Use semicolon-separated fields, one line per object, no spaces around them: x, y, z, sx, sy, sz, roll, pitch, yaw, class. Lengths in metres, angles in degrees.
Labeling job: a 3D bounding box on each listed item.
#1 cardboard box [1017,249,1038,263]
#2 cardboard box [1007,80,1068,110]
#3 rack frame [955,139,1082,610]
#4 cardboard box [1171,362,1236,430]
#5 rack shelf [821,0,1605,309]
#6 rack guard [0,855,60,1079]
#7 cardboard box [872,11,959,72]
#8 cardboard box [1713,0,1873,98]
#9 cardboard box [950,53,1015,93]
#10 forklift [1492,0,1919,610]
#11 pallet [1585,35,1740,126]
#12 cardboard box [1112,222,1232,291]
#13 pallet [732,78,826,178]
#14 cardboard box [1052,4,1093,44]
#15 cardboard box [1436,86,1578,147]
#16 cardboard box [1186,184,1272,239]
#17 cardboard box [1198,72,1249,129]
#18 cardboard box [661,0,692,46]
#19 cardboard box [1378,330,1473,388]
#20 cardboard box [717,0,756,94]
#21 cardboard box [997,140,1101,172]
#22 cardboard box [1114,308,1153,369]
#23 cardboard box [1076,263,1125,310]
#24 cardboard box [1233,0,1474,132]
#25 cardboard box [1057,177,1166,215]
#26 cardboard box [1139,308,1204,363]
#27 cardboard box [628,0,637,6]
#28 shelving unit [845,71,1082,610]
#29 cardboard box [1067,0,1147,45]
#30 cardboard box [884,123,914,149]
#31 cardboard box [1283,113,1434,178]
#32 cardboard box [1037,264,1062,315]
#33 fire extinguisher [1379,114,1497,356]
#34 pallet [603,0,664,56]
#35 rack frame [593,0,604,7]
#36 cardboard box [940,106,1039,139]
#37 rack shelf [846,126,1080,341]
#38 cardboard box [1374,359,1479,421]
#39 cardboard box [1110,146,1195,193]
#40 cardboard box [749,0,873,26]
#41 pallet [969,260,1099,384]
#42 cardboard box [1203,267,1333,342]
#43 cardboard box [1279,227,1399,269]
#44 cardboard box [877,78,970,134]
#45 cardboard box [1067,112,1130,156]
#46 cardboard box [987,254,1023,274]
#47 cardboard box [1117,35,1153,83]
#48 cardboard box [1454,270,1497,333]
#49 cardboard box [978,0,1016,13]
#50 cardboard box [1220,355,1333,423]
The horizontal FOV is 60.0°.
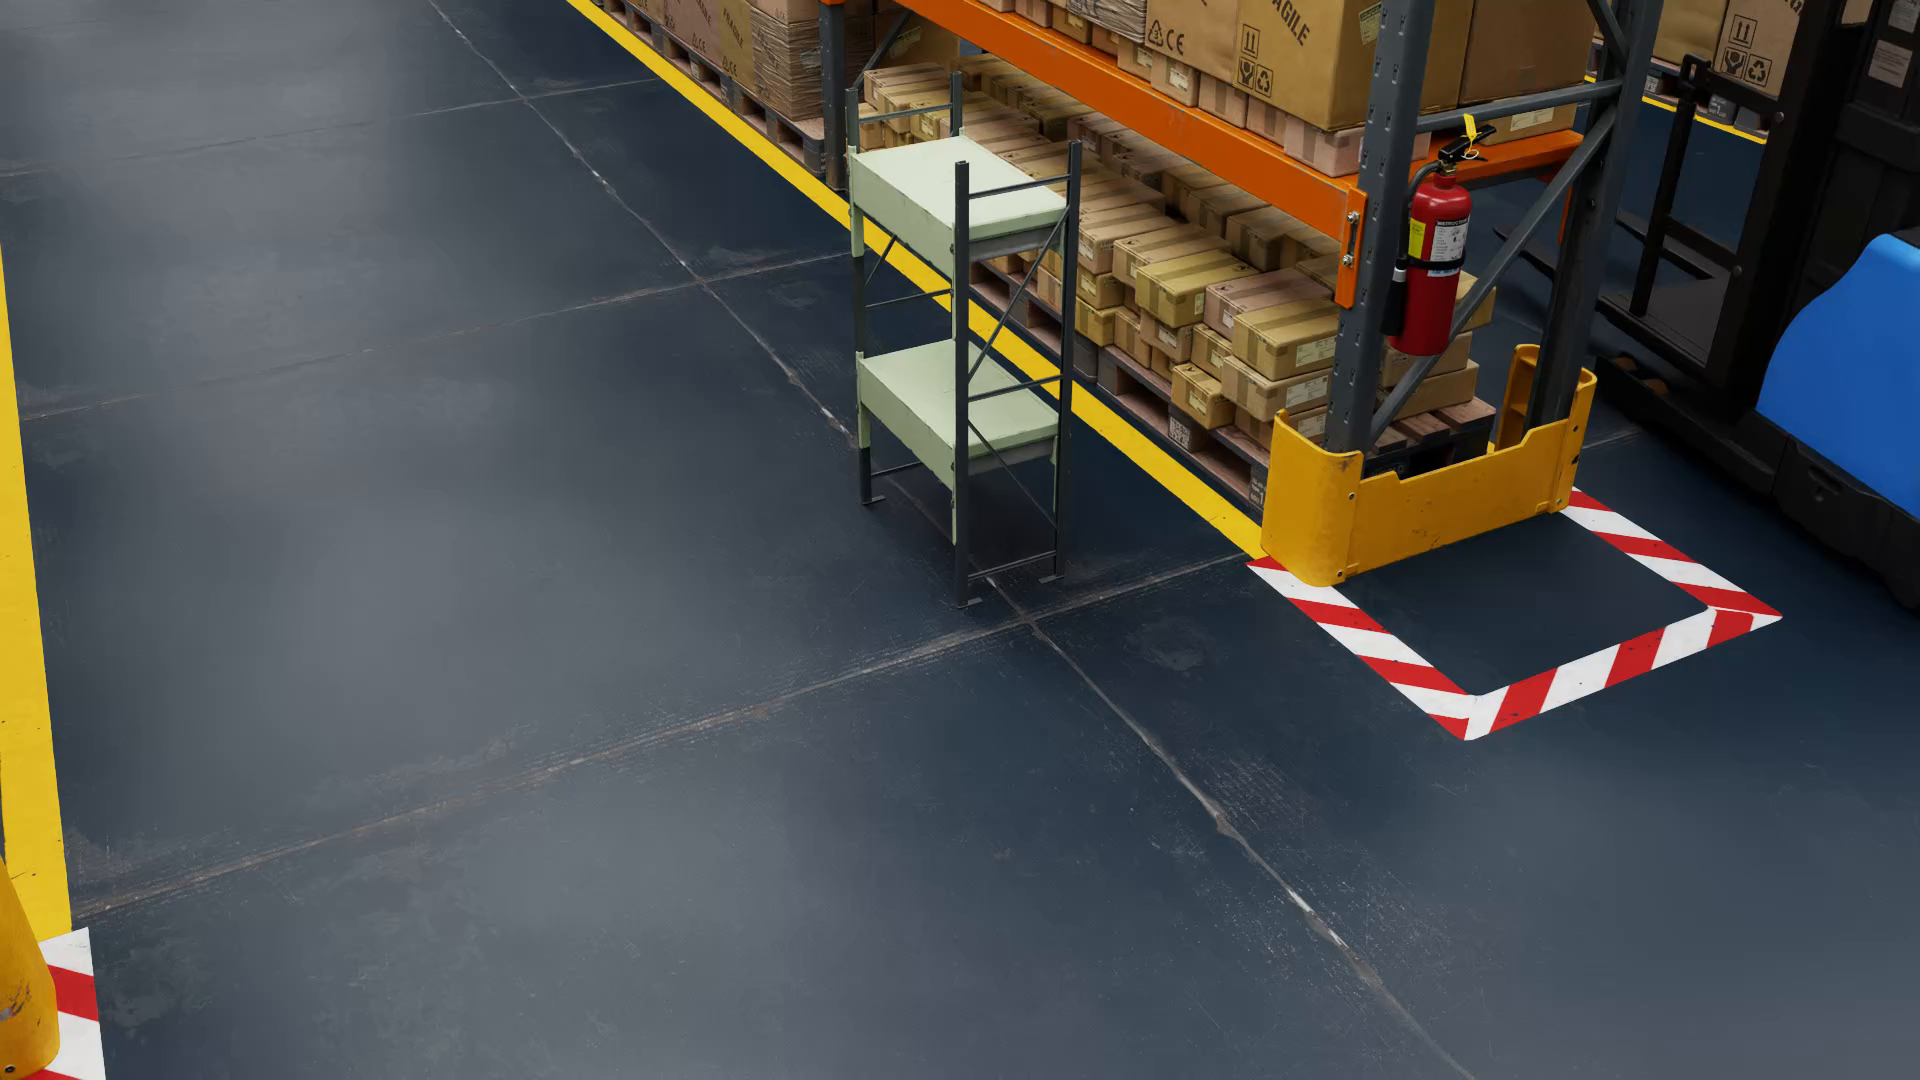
0.390;-1.311;6.993;0.380;0.149;0.250;-15;36;-23;cardboard box
0.450;-2.089;7.932;0.380;0.149;0.250;-16;36;-24;cardboard box
0.168;-0.460;5.078;0.400;1.500;0.023;-16;36;-23;rack frame
1.002;-0.559;6.095;0.380;0.149;0.250;-15;35;-22;cardboard box
0.709;-1.938;6.661;1.077;0.370;4.000;-16;36;-23;rack shelf
-2.679;1.071;3.615;1.175;0.500;0.348;-16;36;-23;rack guard
-0.333;-2.739;9.172;0.500;0.500;0.500;-14;35;-21;cardboard box
4.868;-2.912;9.095;0.875;0.875;0.875;-16;36;-23;cardboard box
0.173;-2.318;8.289;0.380;0.149;0.250;-15;36;-22;cardboard box
3.175;-1.746;5.758;1.130;2.935;3.031;-9;34;-14;forklift
4.497;-2.838;9.984;1.003;0.211;1.213;-16;36;-23;pallet
0.807;-1.068;6.338;0.380;0.149;0.250;-17;37;-25;cardboard box
-0.587;-2.392;9.288;1.003;0.211;1.213;-16;36;-23;pallet
0.579;-2.024;6.362;0.380;0.149;0.250;-15;36;-22;cardboard box
1.781;-1.418;5.415;0.380;0.149;0.250;-16;36;-23;cardboard box
1.149;-1.335;6.755;0.380;0.149;0.250;-14;35;-21;cardboard box
1.027;-1.509;5.558;0.380;0.149;0.250;-16;36;-24;cardboard box
-1.503;-3.344;10.117;0.500;0.500;0.500;-17;36;-24;cardboard box
1.625;-0.703;6.044;0.380;0.149;0.250;-14;35;-21;cardboard box
-1.030;-2.854;9.353;0.500;0.500;0.500;-17;36;-24;cardboard box
0.380;-1.581;7.139;0.380;0.149;0.250;-17;37;-25;cardboard box
0.829;-0.821;6.504;0.380;0.149;0.250;-15;36;-23;cardboard box
0.647;-1.060;6.601;0.380;0.149;0.250;-15;36;-22;cardboard box
1.205;-1.603;5.104;0.500;0.500;0.500;-15;36;-22;cardboard box
0.607;-1.336;6.756;0.380;0.149;0.250;-17;36;-25;cardboard box
0.899;-0.816;6.220;0.380;0.149;0.250;-17;37;-25;cardboard box
-1.984;-3.827;10.870;0.500;0.500;0.500;-17;37;-25;cardboard box
-0.003;-0.635;5.350;0.431;1.500;0.755;-16;36;-23;shelving unit
0.724;-2.090;5.863;0.500;0.500;0.500;-16;36;-23;cardboard box
-0.140;-1.945;7.983;0.380;0.149;0.250;-16;36;-23;cardboard box
1.240;-1.265;5.177;0.380;0.149;0.250;-16;36;-23;cardboard box
0.545;-1.063;6.881;0.380;0.149;0.250;-15;36;-22;cardboard box
1.351;-0.861;4.730;0.296;0.674;0.183;-16;36;-23;fire extinguisher
-1.725;-3.557;11.106;1.003;0.211;1.213;-16;36;-23;pallet
-2.088;-5.104;10.936;1.000;3.000;0.127;-16;36;-23;rack frame
0.133;-1.832;7.531;0.380;0.149;0.250;-17;36;-24;cardboard box
-0.003;-0.963;5.140;0.431;0.370;0.720;-16;36;-23;rack shelf
1.681;-0.593;6.149;0.380;0.149;0.250;-15;36;-22;cardboard box
0.865;-1.568;7.118;0.380;0.149;0.250;-16;36;-23;cardboard box
-0.794;-2.927;8.771;0.500;0.250;0.500;-17;36;-24;cardboard box
0.694;-1.127;7.313;1.003;0.211;1.213;-16;36;-23;pallet
1.104;-0.837;5.977;0.380;0.149;0.250;-15;36;-22;cardboard box
1.459;-1.103;6.392;0.380;0.149;0.250;-16;36;-23;cardboard box
-0.170;-2.059;7.886;0.380;0.149;0.250;-14;35;-21;cardboard box
0.710;-1.839;7.543;0.380;0.149;0.250;-18;37;-25;cardboard box
0.303;-1.308;7.265;0.380;0.149;0.250;-17;36;-24;cardboard box
0.790;-1.758;5.947;0.380;0.149;0.250;-18;37;-25;cardboard box
1.698;-0.849;5.996;0.380;0.149;0.250;-18;37;-25;cardboard box
0.276;-2.256;6.723;0.380;0.149;0.250;-14;35;-21;cardboard box
1.143;-0.568;5.834;0.380;0.149;0.250;-17;36;-24;cardboard box
